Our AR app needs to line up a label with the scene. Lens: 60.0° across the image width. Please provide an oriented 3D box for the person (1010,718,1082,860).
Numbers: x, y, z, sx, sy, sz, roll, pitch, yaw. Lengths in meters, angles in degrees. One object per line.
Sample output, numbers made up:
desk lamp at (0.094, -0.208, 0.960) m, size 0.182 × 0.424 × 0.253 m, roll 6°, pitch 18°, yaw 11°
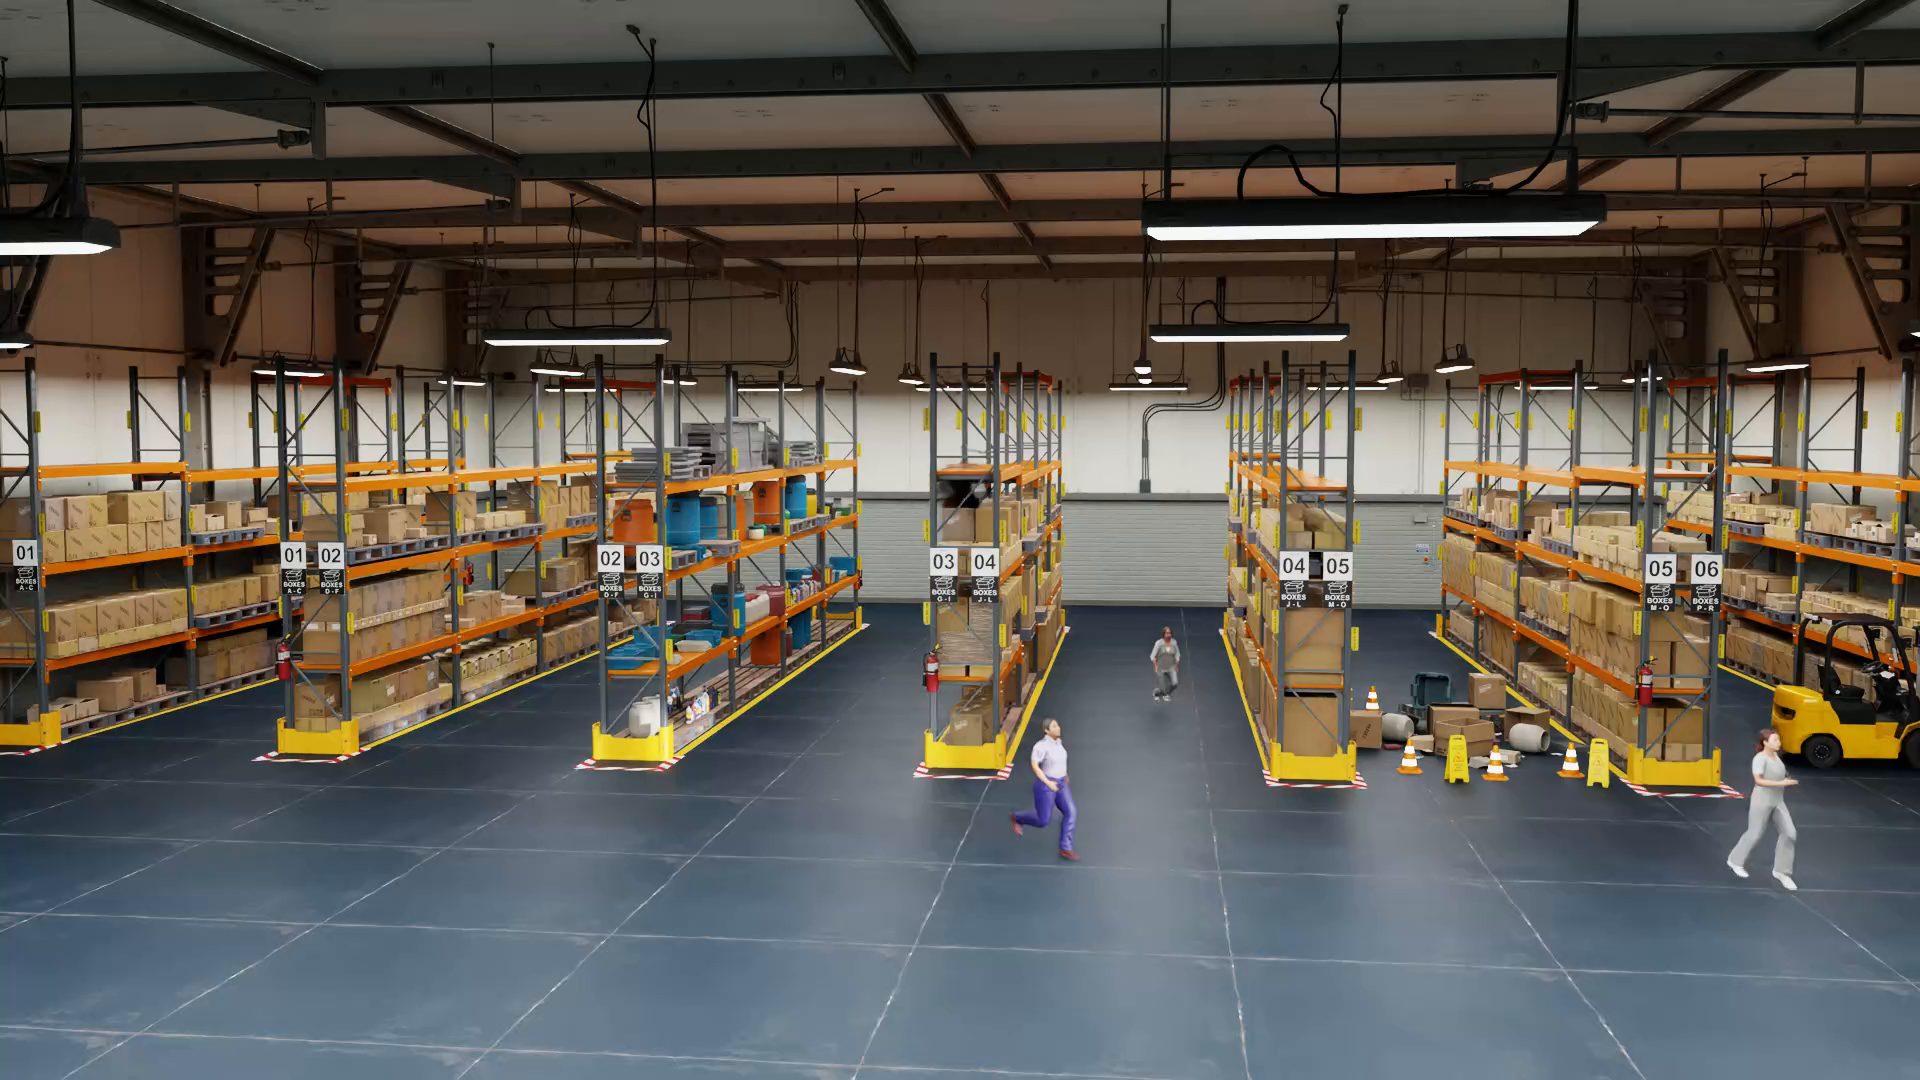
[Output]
person at (1.016, 2.863, 19.248) m, size 0.890 × 1.622 × 0.595 m, roll 3°, pitch 5°, yaw 39°

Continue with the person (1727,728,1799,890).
person at (8.712, 2.888, 18.019) m, size 0.580 × 1.730 × 0.775 m, roll -2°, pitch 5°, yaw -31°

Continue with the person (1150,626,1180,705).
person at (3.508, 2.159, 28.333) m, size 0.522 × 1.406 × 0.741 m, roll -1°, pitch 4°, yaw -8°
